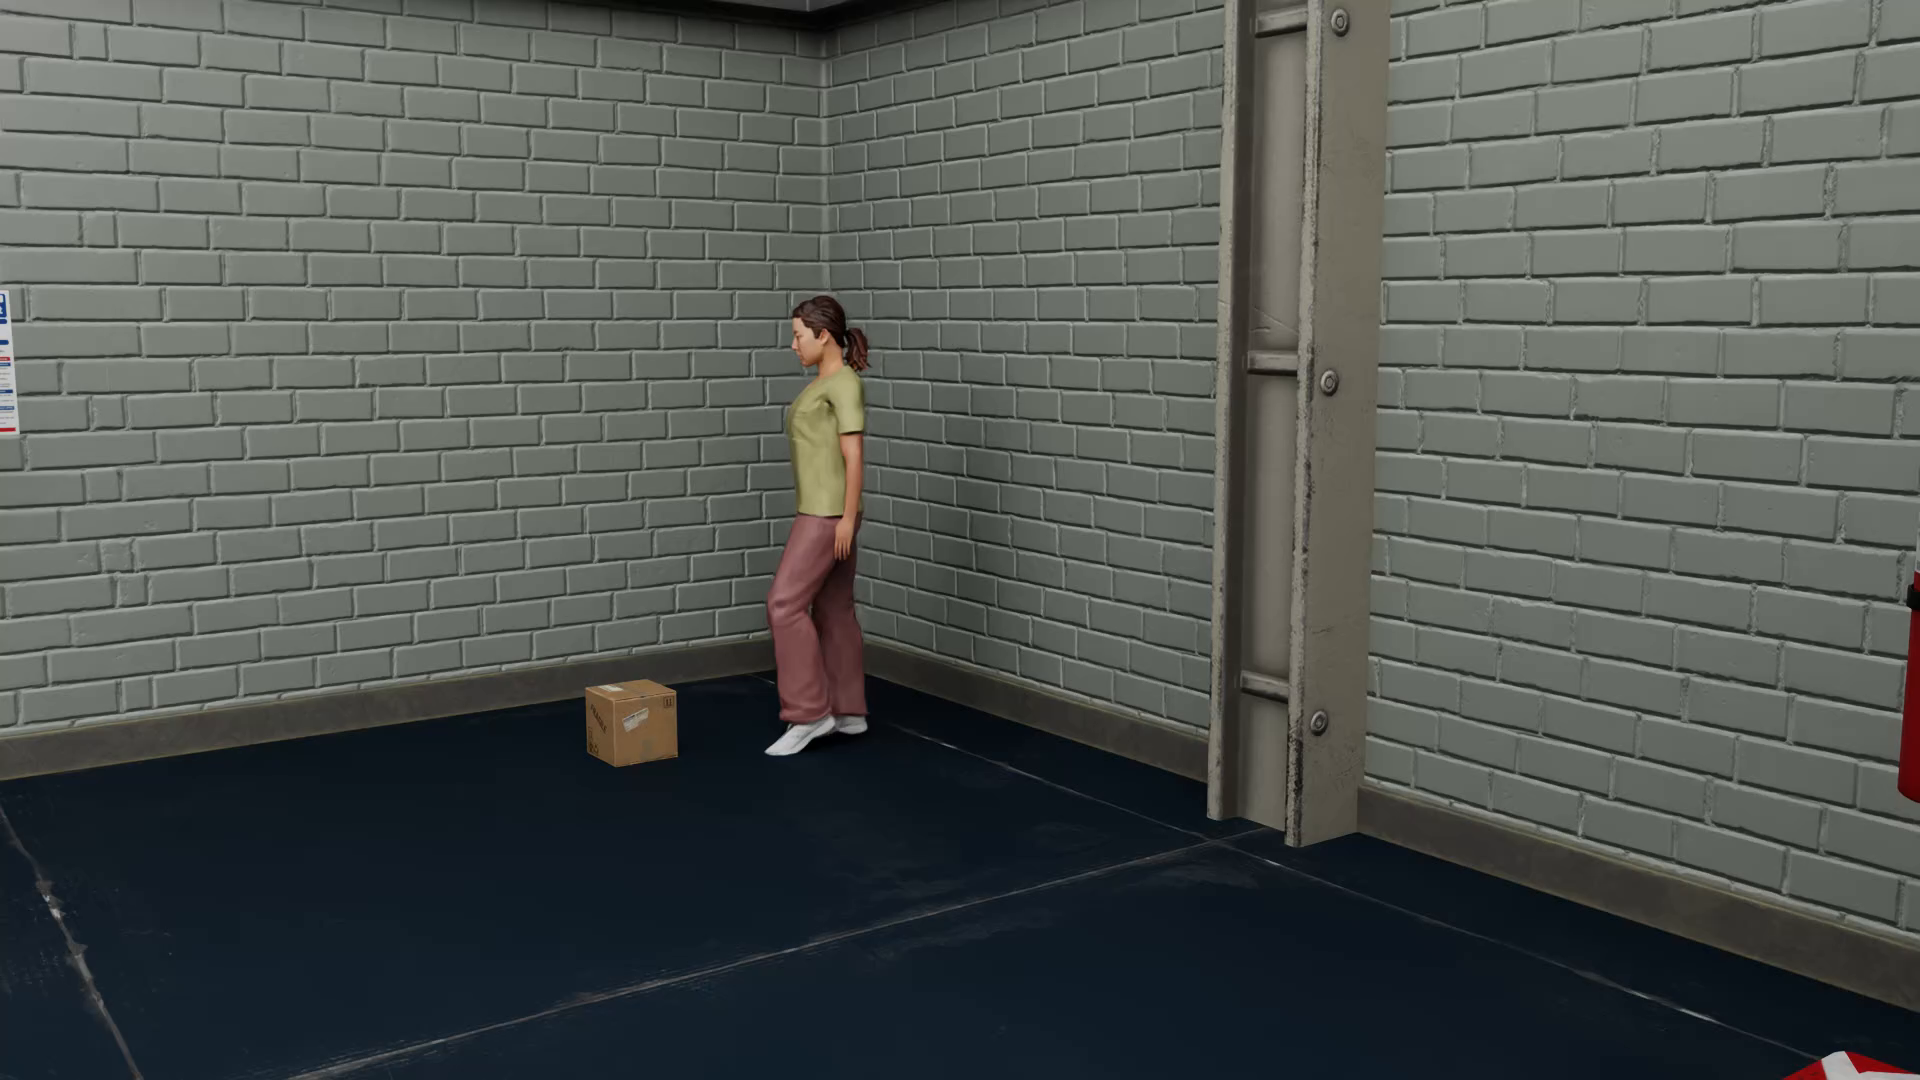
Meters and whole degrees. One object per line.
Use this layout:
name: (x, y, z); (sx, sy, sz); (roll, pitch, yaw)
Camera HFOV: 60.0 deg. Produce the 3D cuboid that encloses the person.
person: (-0.545, -0.055, 6.284); (0.446, 1.721, 0.457); (-1, 8, -10)
